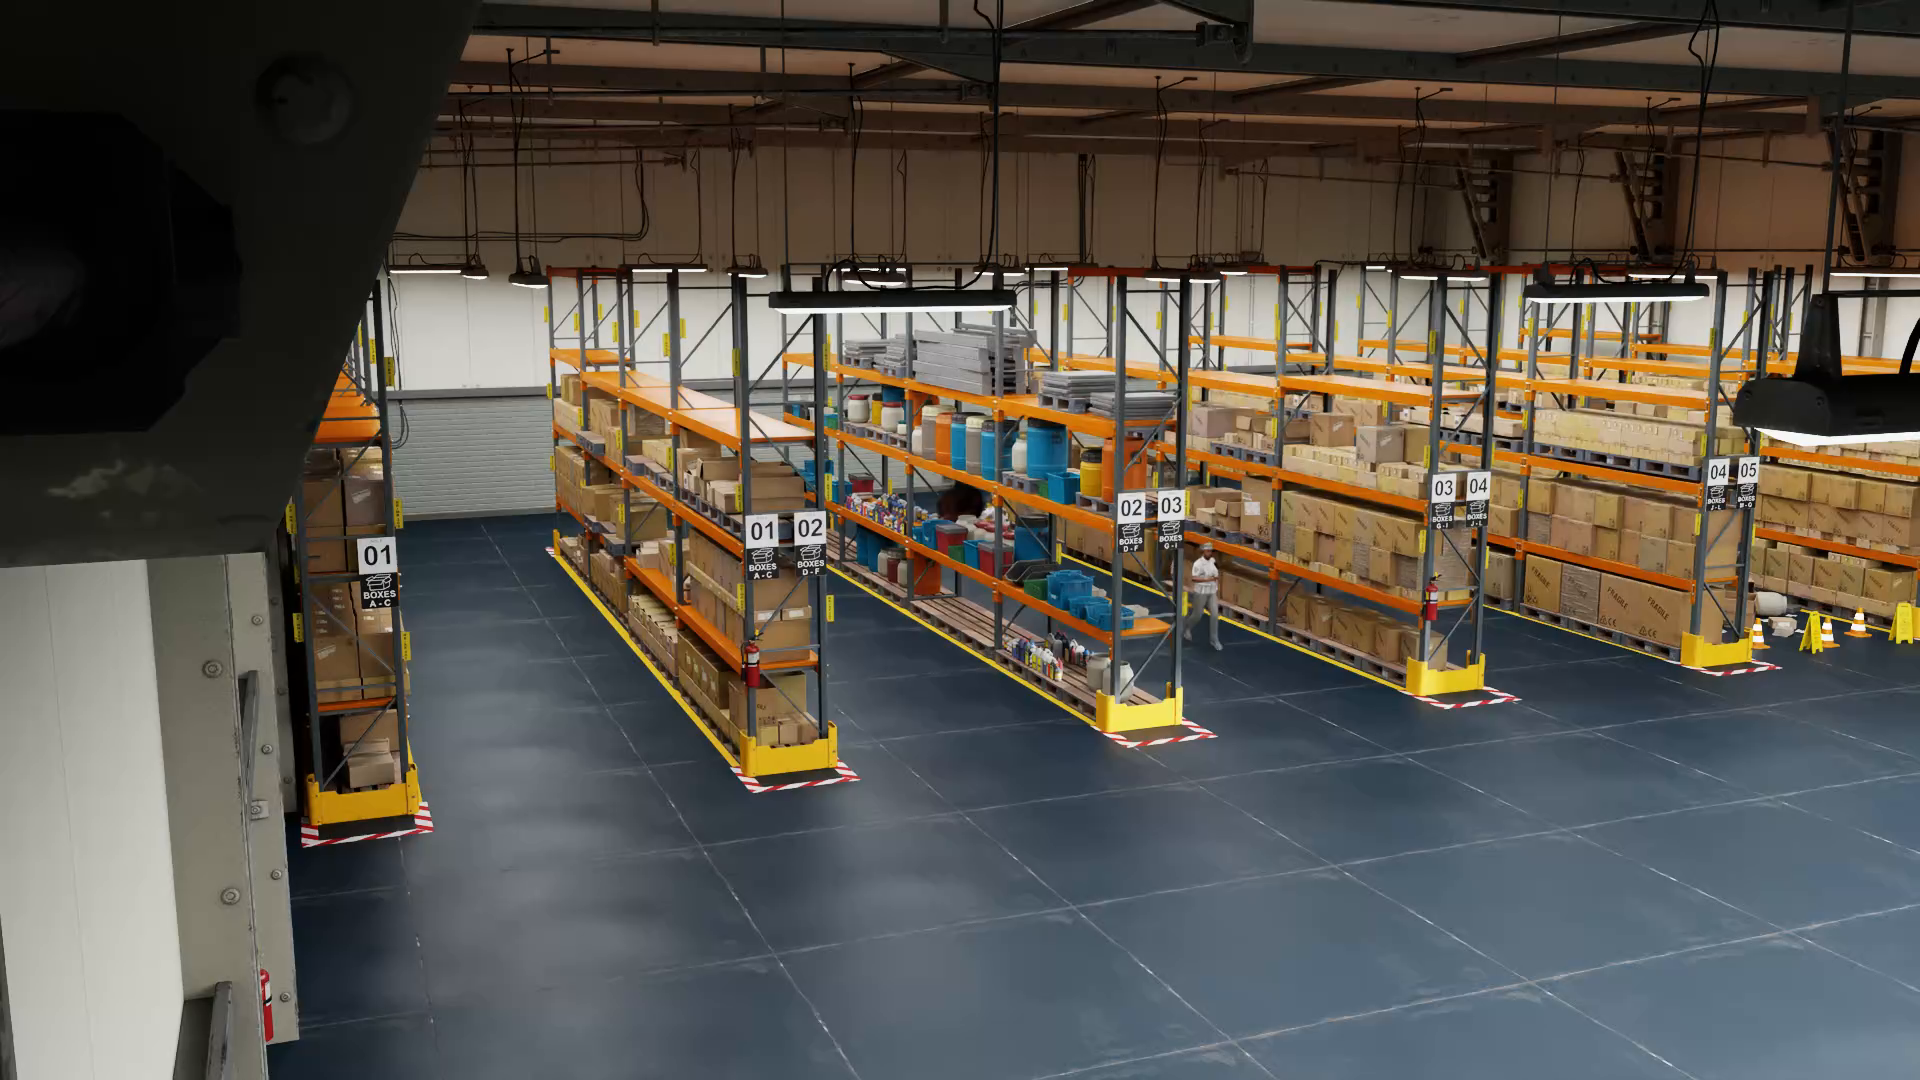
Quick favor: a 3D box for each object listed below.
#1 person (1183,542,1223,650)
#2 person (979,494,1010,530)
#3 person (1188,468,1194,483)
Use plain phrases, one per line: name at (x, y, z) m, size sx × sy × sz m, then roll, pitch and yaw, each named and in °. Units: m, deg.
person at (3.923, 0.859, 26.714) m, size 0.604 × 1.698 × 0.900 m, roll -6°, pitch 11°, yaw -30°
person at (0.740, -0.101, 32.405) m, size 0.599 × 1.657 × 0.562 m, roll -7°, pitch 12°, yaw -34°
person at (5.706, -1.725, 41.519) m, size 0.633 × 1.748 × 0.686 m, roll -4°, pitch 11°, yaw -22°
